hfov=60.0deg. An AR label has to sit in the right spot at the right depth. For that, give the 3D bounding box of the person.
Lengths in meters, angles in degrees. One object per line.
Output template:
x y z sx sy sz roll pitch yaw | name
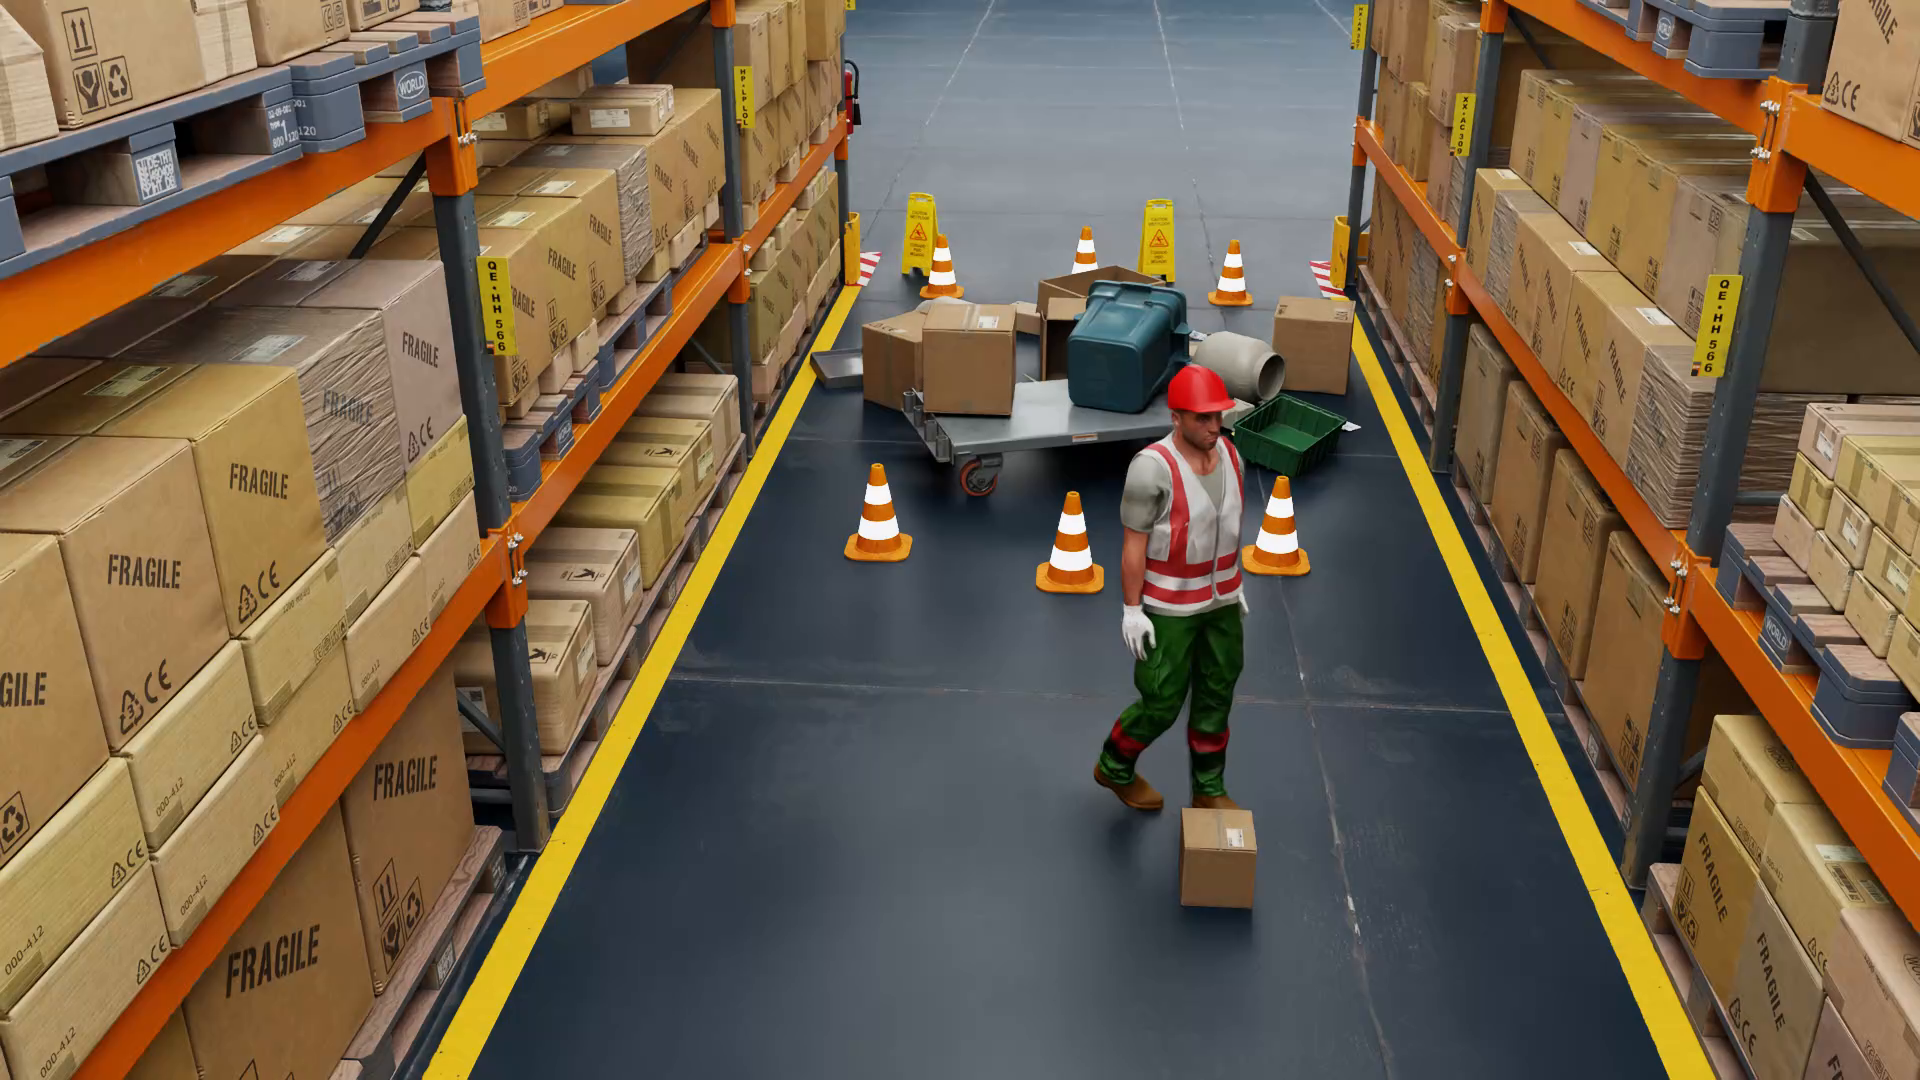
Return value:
0.830 0.341 6.103 0.572 1.547 0.572 -14 28 -29 | person
